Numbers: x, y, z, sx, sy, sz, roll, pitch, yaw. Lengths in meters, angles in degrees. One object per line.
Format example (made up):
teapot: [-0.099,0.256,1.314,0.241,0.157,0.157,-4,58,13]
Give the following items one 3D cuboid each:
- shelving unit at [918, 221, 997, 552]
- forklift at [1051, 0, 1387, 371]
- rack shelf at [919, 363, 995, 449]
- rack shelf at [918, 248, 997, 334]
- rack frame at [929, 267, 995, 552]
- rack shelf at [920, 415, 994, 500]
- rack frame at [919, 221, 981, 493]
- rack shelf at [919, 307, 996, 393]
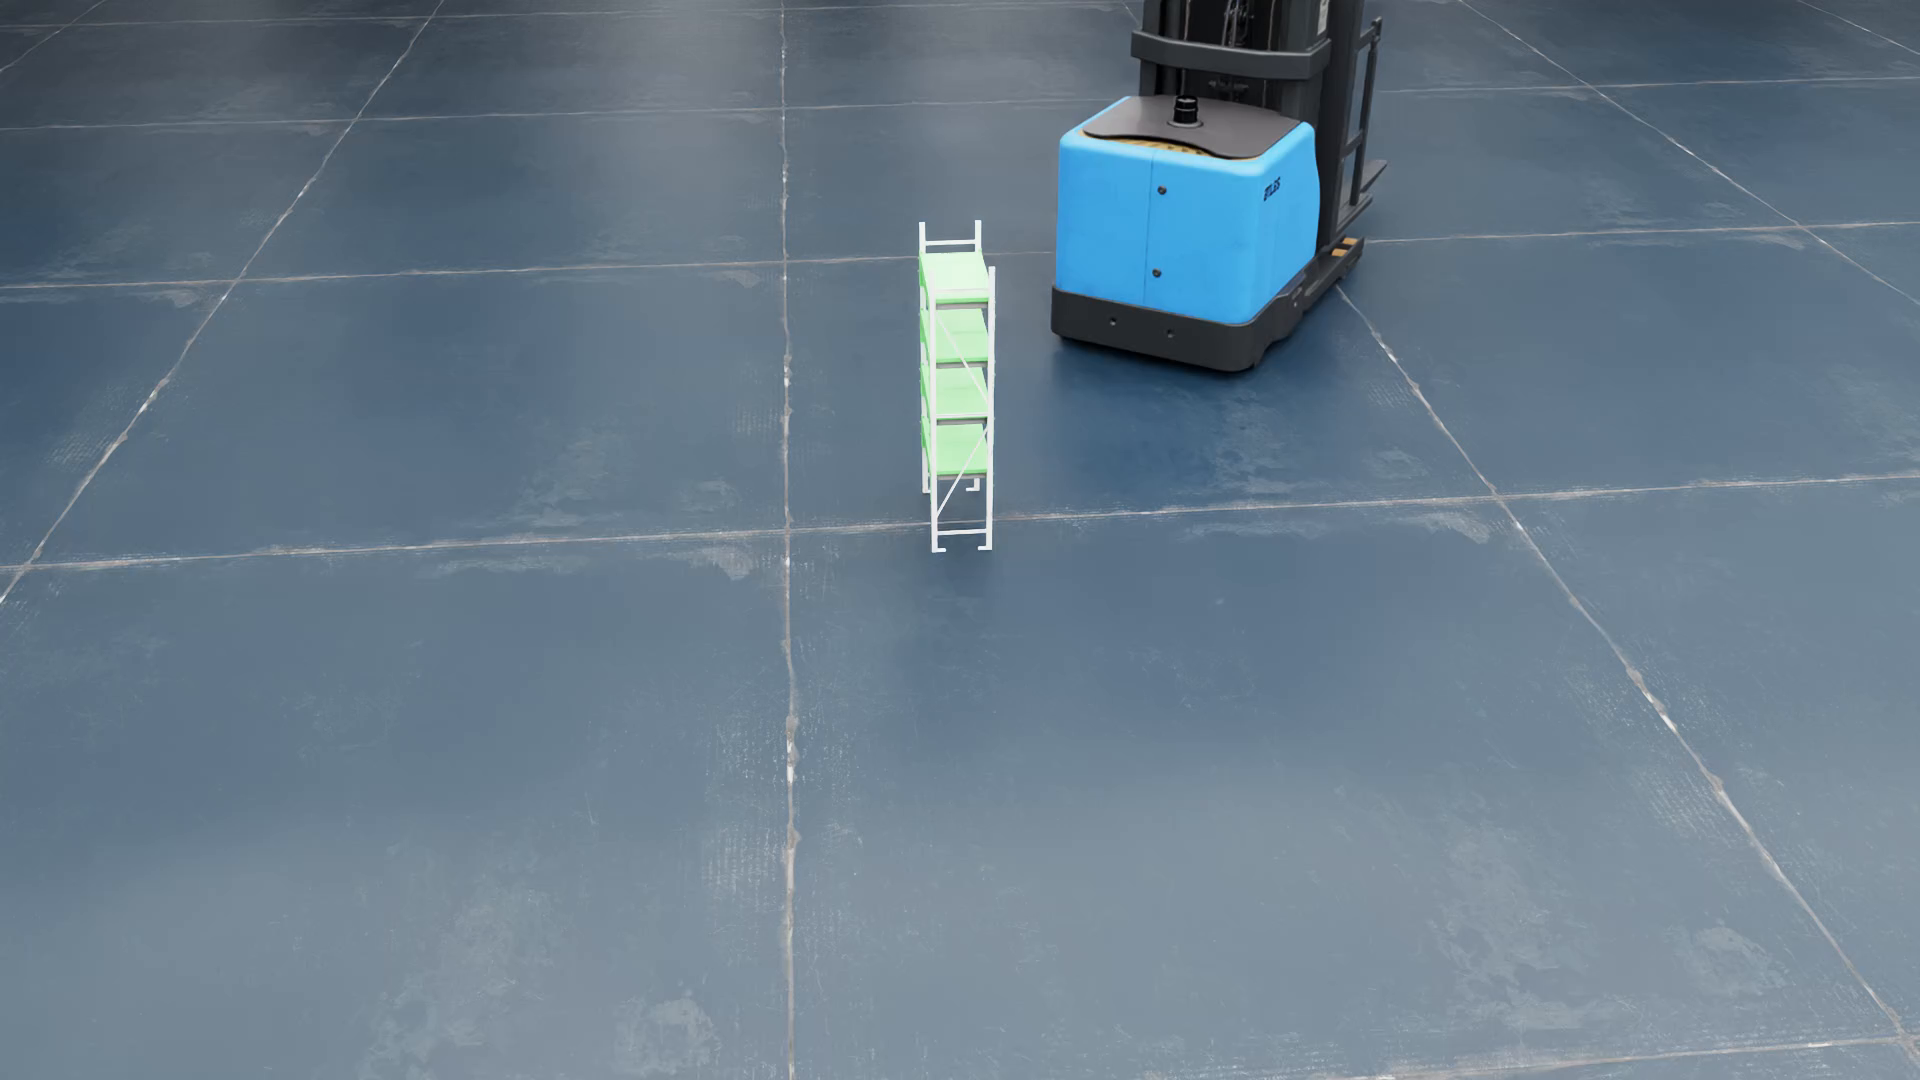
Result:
shelving unit: [-0.015,-0.600,6.584,0.258,1.200,0.503,-3,31,-5]
forklift: [1.604,-2.794,8.569,1.130,2.935,3.031,16,34,24]
rack shelf: [-0.015,-0.545,6.617,0.258,0.148,0.480,-3,31,-5]
rack shelf: [-0.015,-0.957,6.370,0.258,0.148,0.480,-3,31,-5]
rack frame: [0.007,-0.475,6.375,0.240,1.200,0.015,-3,31,-5]
rack shelf: [-0.015,-0.339,6.740,0.258,0.148,0.480,-3,31,-5]
rack frame: [-0.038,-0.724,6.792,0.240,1.200,0.015,-3,31,-5]
rack shelf: [-0.015,-0.751,6.494,0.258,0.148,0.480,-3,31,-5]
